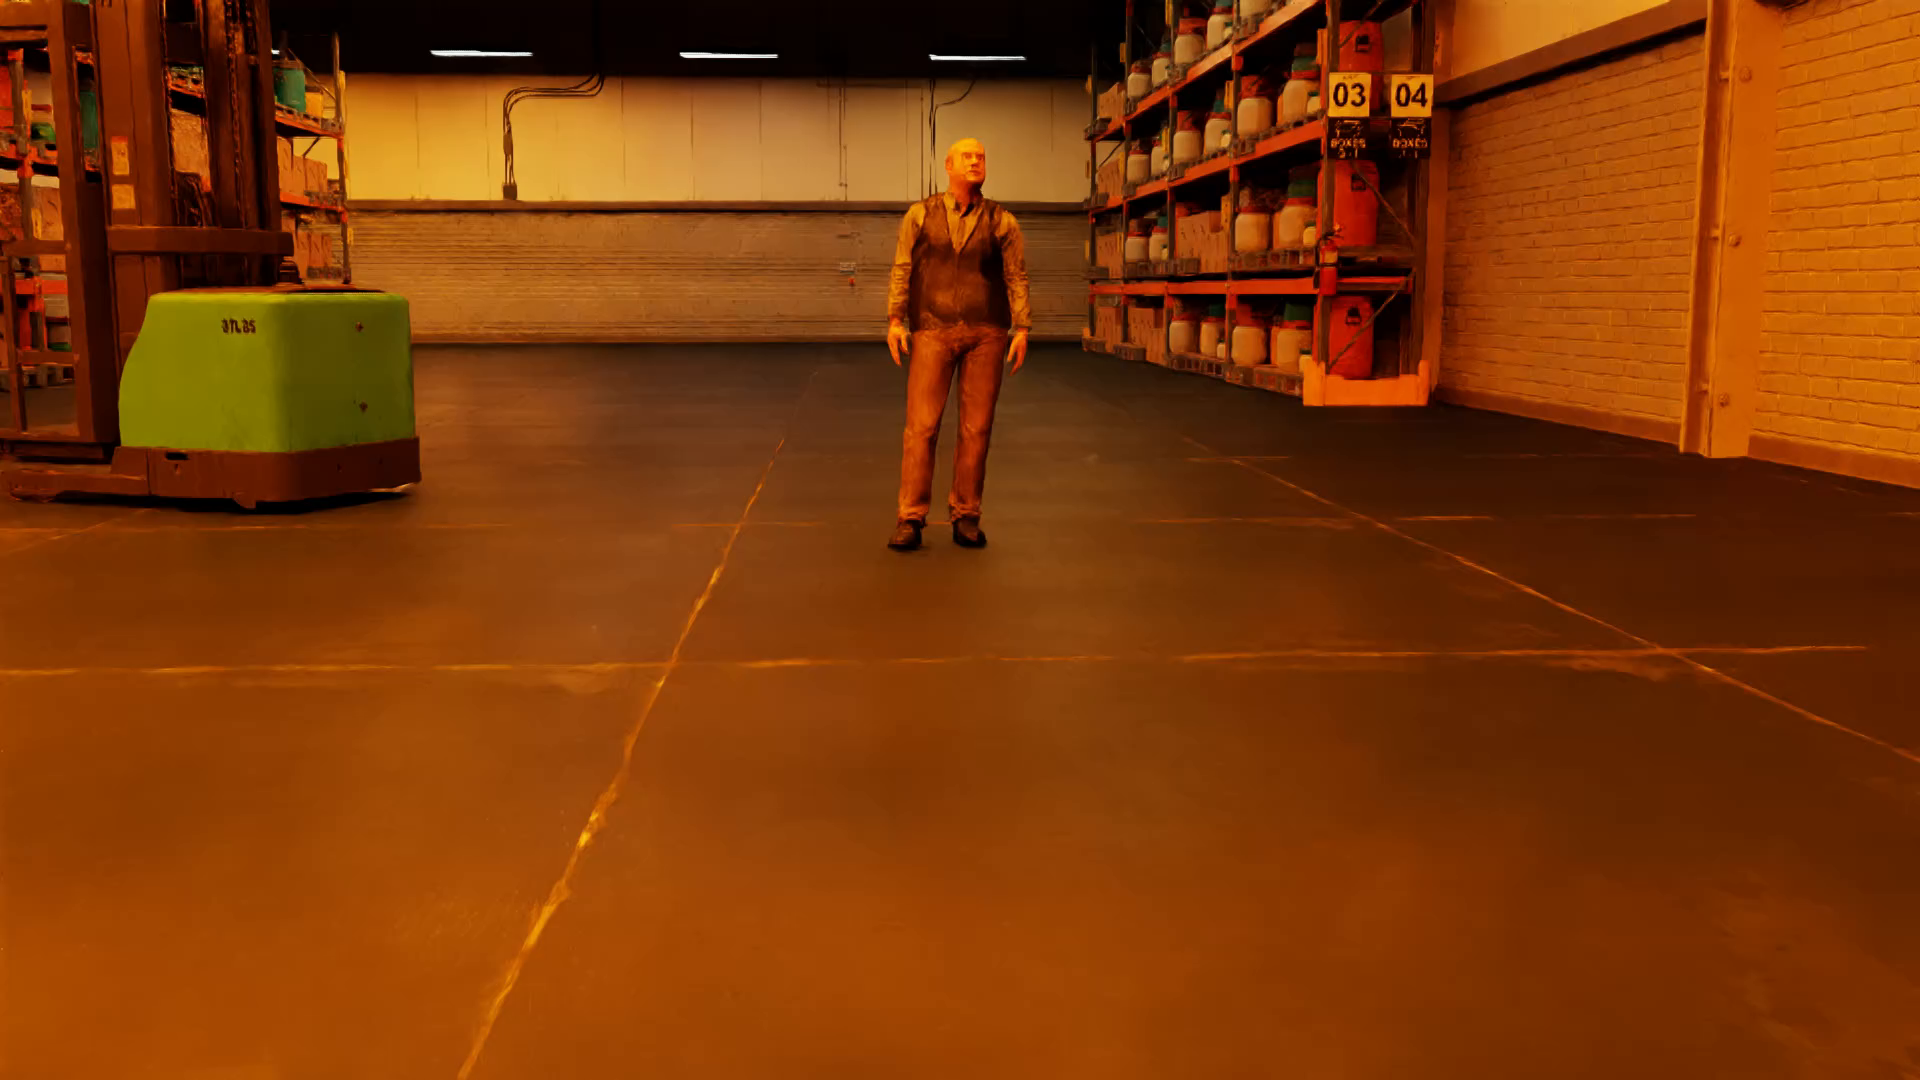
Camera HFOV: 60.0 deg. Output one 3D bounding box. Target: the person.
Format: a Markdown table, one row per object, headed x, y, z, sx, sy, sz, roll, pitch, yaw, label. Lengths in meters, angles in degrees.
| x | y | z | sx | sy | sz | roll | pitch | yaw | label |
| --- | --- | --- | --- | --- | --- | --- | --- | --- | --- |
| -0.004 | -0.849 | 7.120 | 0.632 | 1.720 | 0.567 | -1 | 8 | -4 | person |

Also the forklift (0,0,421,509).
| x | y | z | sx | sy | sz | roll | pitch | yaw | label |
| --- | --- | --- | --- | --- | --- | --- | --- | --- | --- |
| -4.474 | -1.714 | 8.877 | 3.031 | 2.935 | 1.130 | 3 | 9 | 22 | forklift |
